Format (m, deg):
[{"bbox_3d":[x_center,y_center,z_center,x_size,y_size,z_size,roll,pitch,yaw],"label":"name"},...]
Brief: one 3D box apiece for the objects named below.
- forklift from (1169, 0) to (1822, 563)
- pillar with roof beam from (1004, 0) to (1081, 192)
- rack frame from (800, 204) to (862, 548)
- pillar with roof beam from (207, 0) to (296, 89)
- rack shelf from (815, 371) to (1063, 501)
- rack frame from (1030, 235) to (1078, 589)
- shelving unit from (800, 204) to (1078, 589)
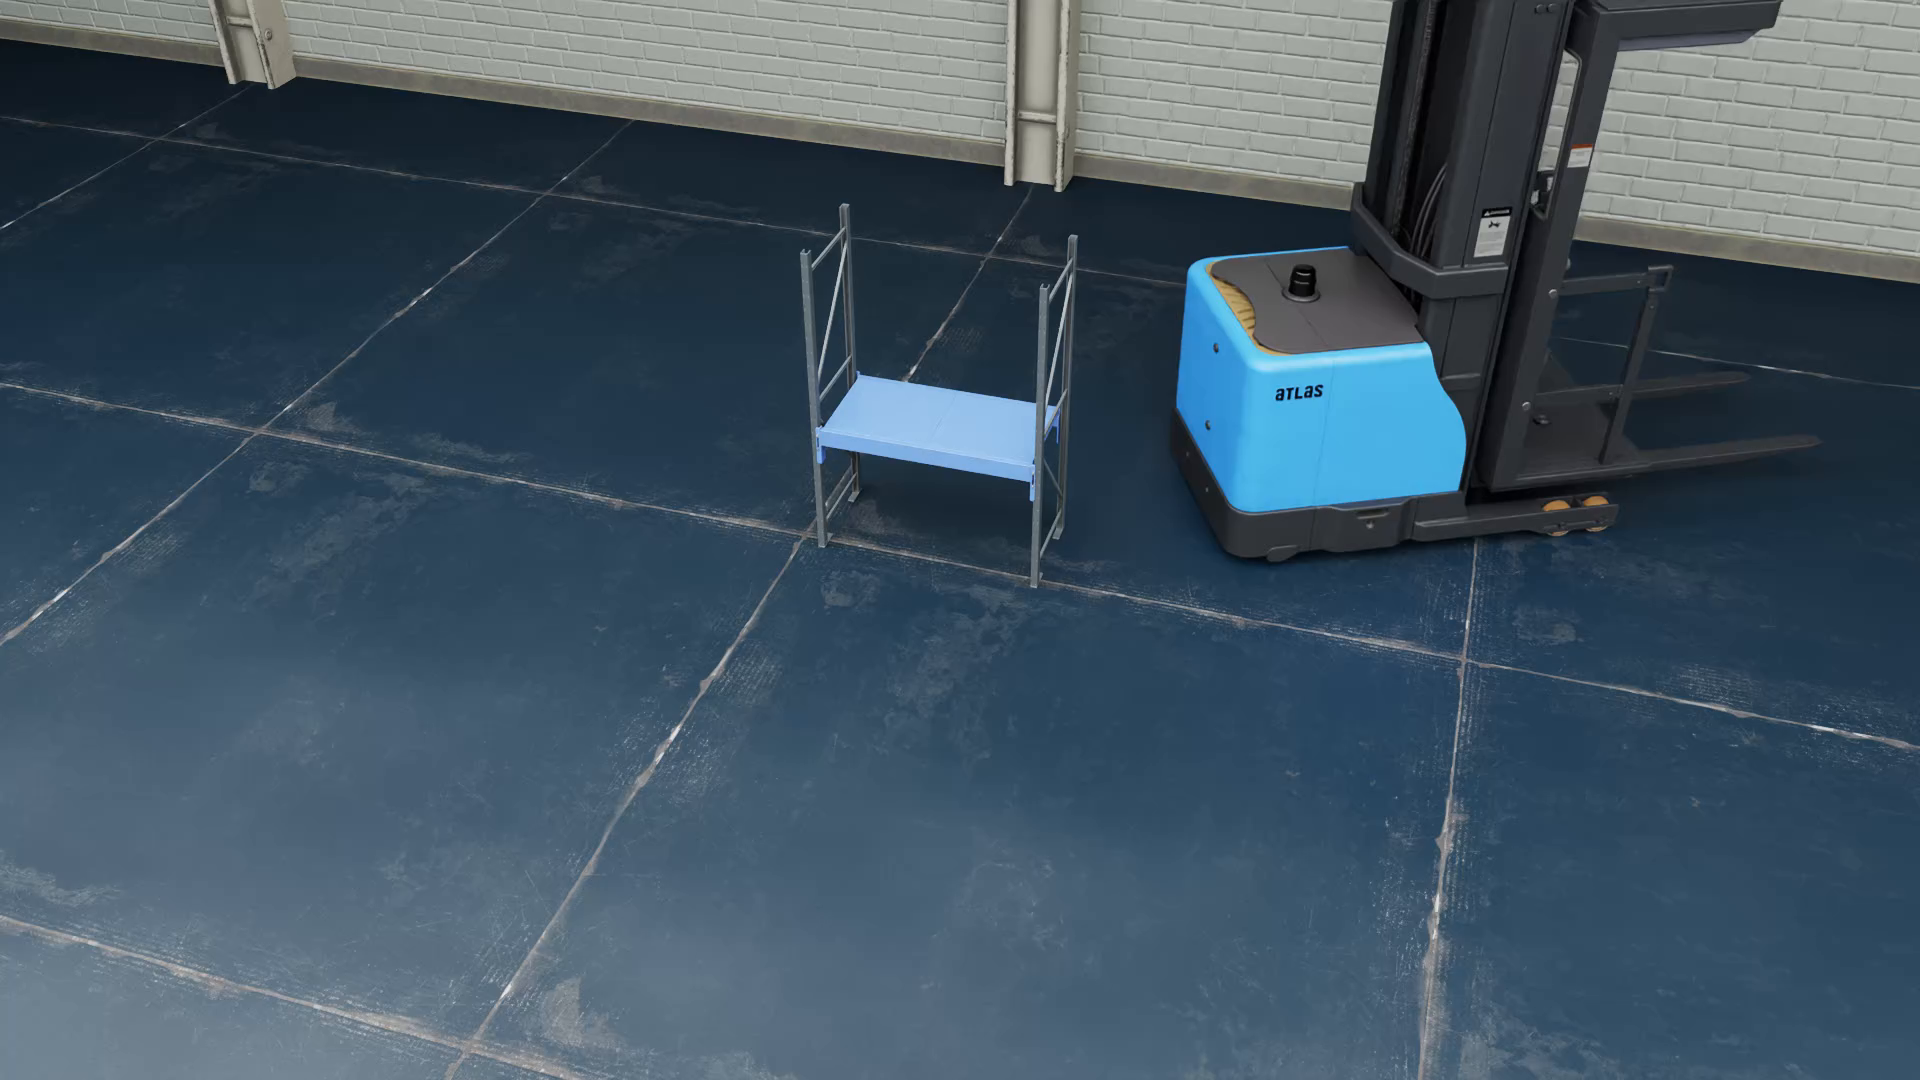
[{"bbox_3d":[2.609,-1.500,7.316,3.031,2.935,1.130,-6,37,-8],"label":"forklift"},{"bbox_3d":[-0.760,-3.576,5.018,0.400,9.000,9.100,10,38,14],"label":"pillar with roof beam"},{"bbox_3d":[-0.567,-0.709,7.448,0.032,1.500,0.500,10,38,14],"label":"rack frame"},{"bbox_3d":[-6.487,-4.637,6.459,0.400,9.000,9.100,10,38,14],"label":"pillar with roof beam"},{"bbox_3d":[-0.081,-0.474,7.433,1.000,0.185,0.538,10,38,14],"label":"rack shelf"},{"bbox_3d":[0.404,-0.529,7.204,0.032,1.500,0.500,10,38,14],"label":"rack frame"},{"bbox_3d":[-0.081,-0.619,7.326,1.048,1.500,0.538,10,38,14],"label":"shelving unit"}]
